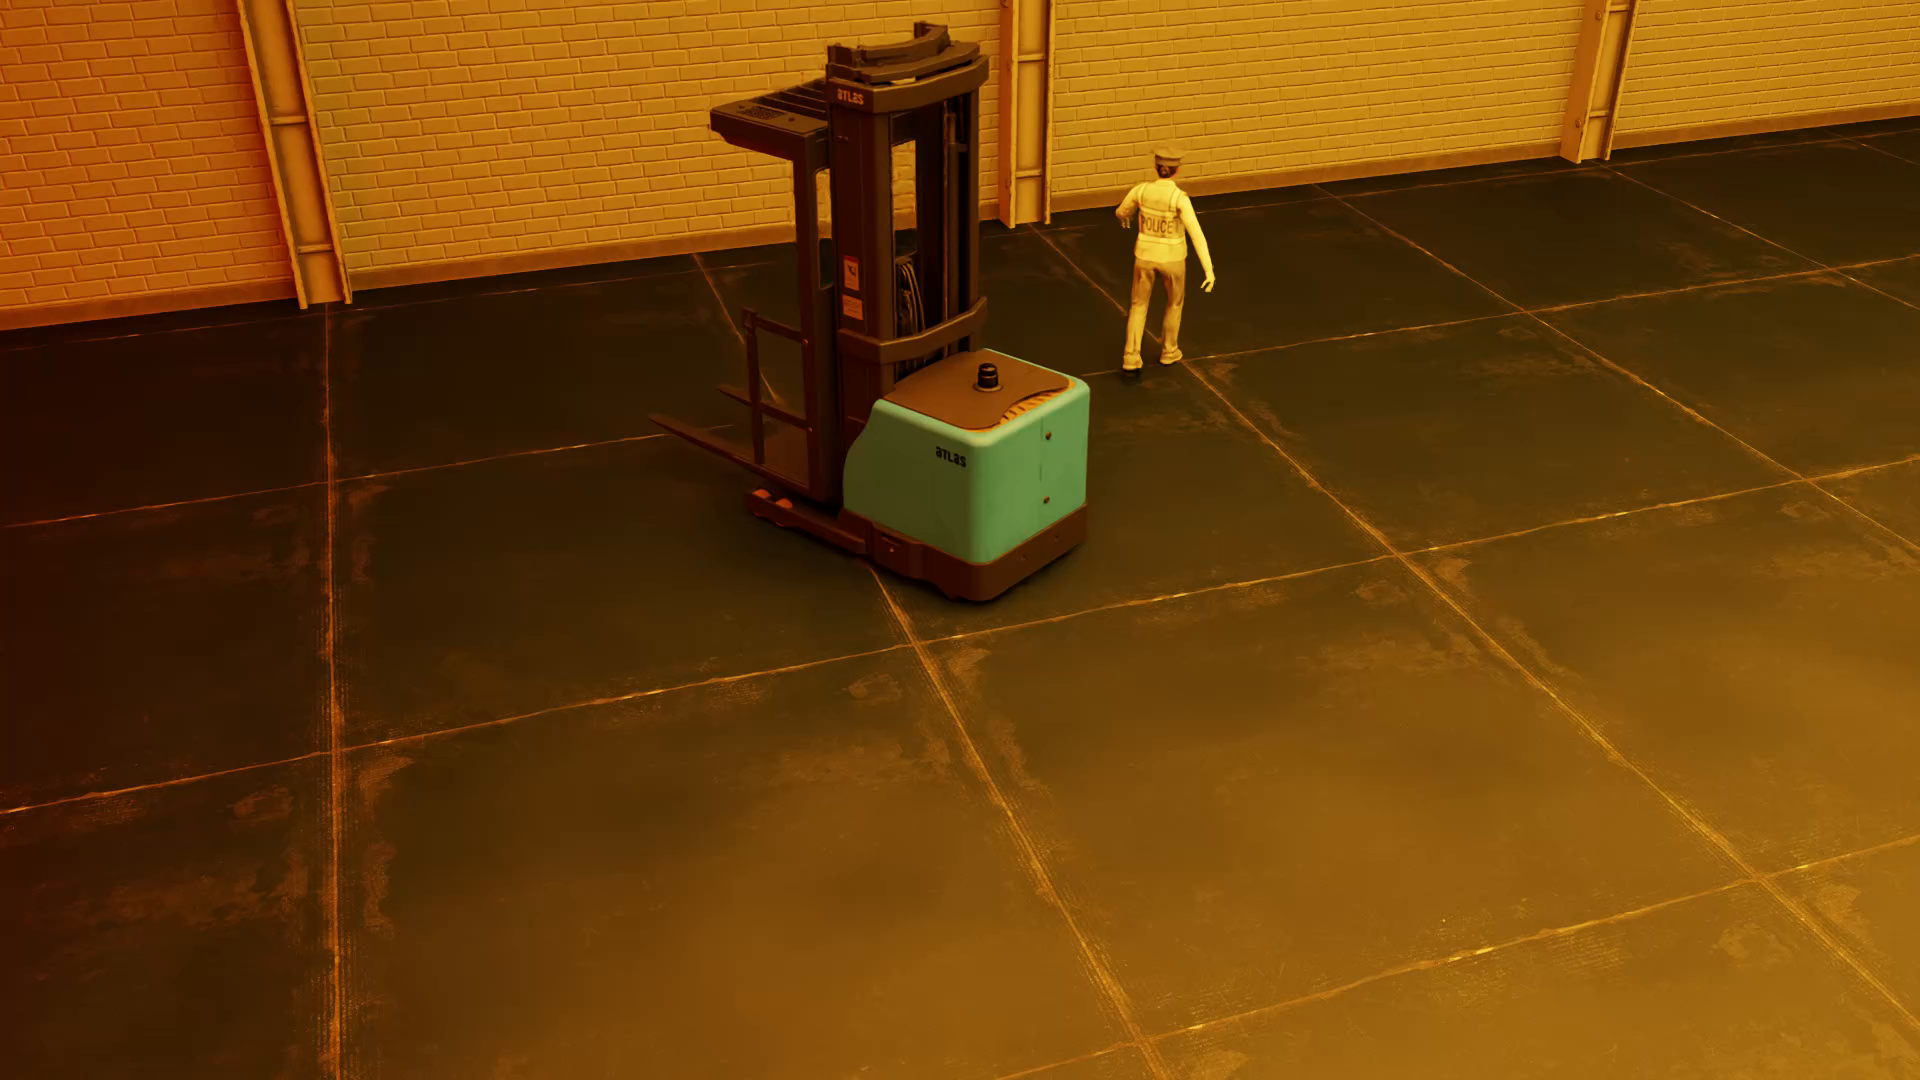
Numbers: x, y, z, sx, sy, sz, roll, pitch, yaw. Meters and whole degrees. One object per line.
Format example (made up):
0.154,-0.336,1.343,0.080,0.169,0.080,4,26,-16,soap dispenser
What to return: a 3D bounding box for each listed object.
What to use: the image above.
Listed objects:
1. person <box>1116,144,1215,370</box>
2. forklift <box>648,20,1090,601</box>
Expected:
1.449,-1.986,11.842,0.855,1.651,0.699,13,32,21,person
-0.695,-1.531,9.747,3.031,2.935,1.130,23,37,34,forklift
